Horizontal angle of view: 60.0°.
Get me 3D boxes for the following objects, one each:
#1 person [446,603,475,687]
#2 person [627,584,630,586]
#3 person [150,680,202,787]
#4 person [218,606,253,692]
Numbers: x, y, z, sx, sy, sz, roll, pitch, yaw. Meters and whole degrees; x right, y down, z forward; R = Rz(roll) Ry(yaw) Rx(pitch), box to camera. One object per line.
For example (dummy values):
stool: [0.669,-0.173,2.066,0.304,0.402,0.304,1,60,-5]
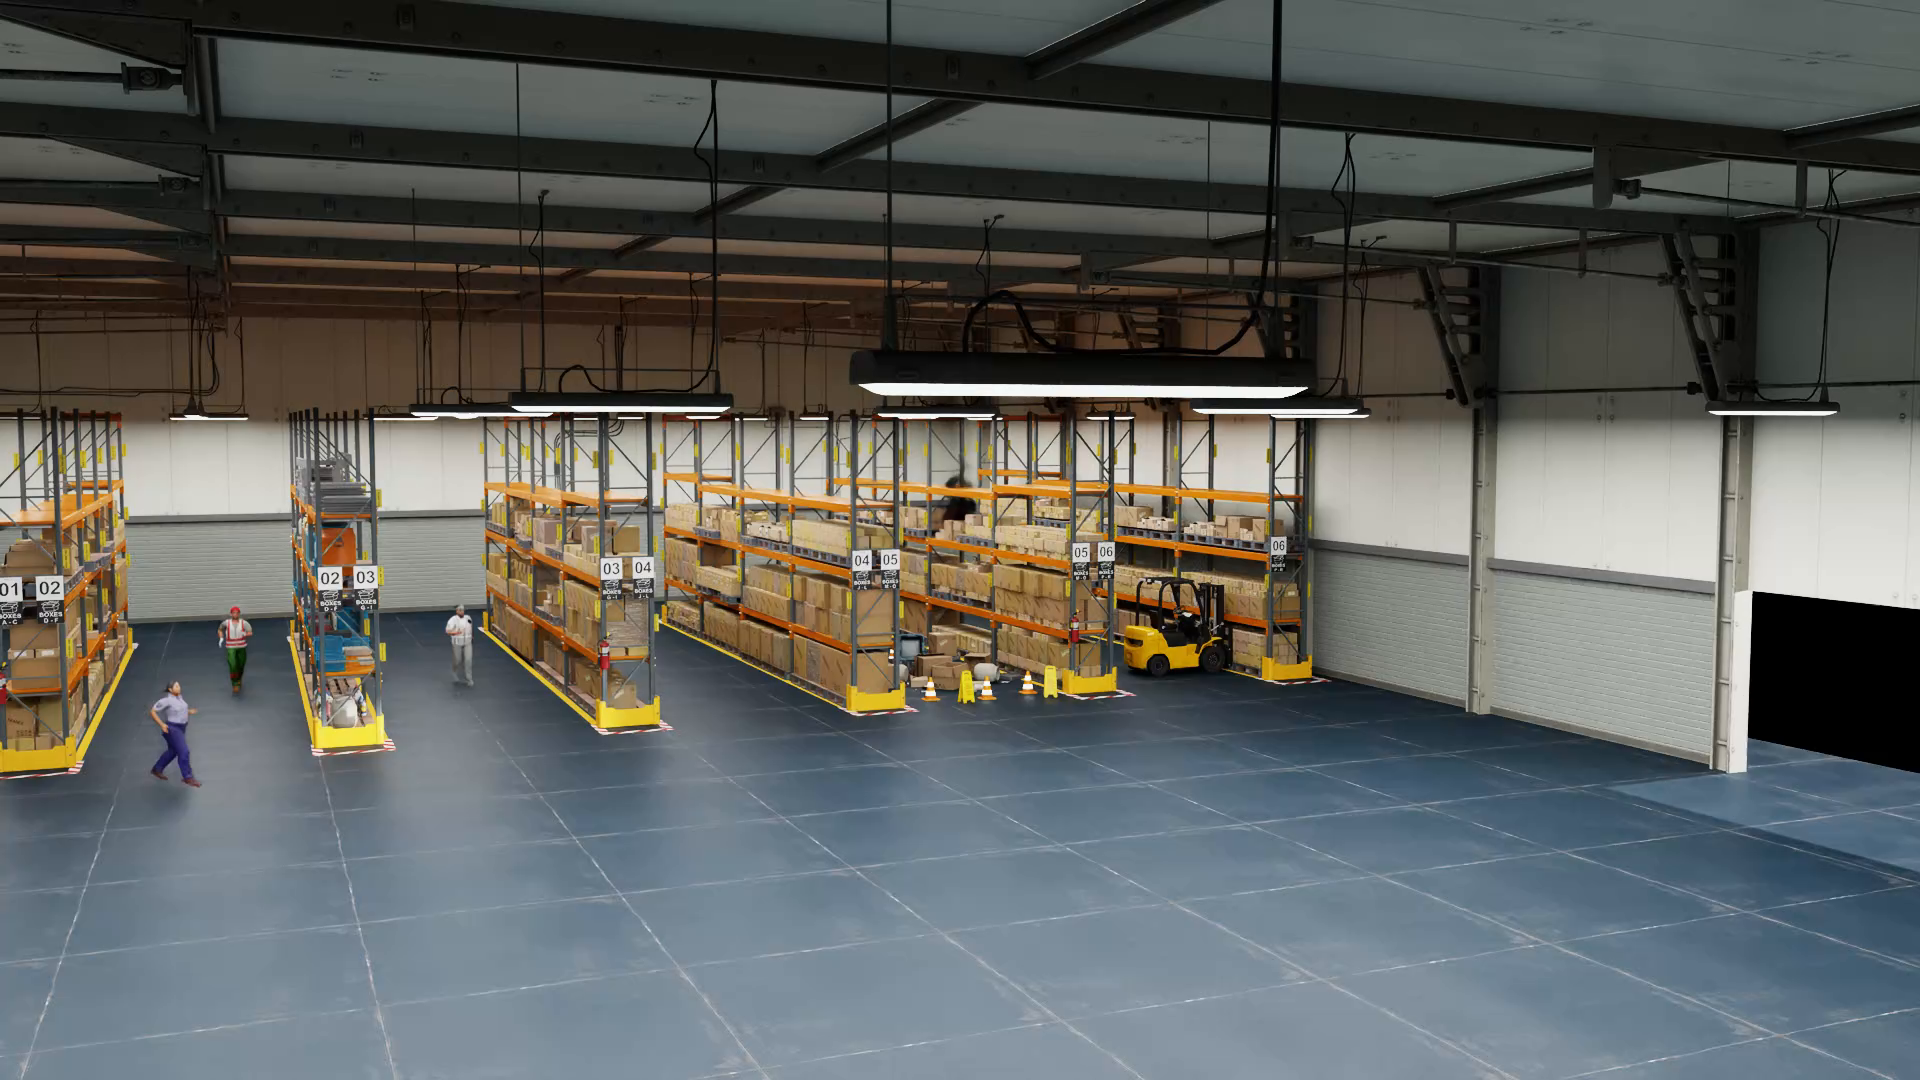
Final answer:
person: [-10.901,2.272,36.351,0.659,1.785,0.967,-3,5,-34]
person: [-9.613,1.613,47.102,0.620,1.663,0.773,1,4,10]
person: [-12.406,3.052,26.274,0.859,1.675,0.594,0,4,-1]
person: [-15.474,2.307,35.552,0.659,1.781,0.991,-2,5,-30]
